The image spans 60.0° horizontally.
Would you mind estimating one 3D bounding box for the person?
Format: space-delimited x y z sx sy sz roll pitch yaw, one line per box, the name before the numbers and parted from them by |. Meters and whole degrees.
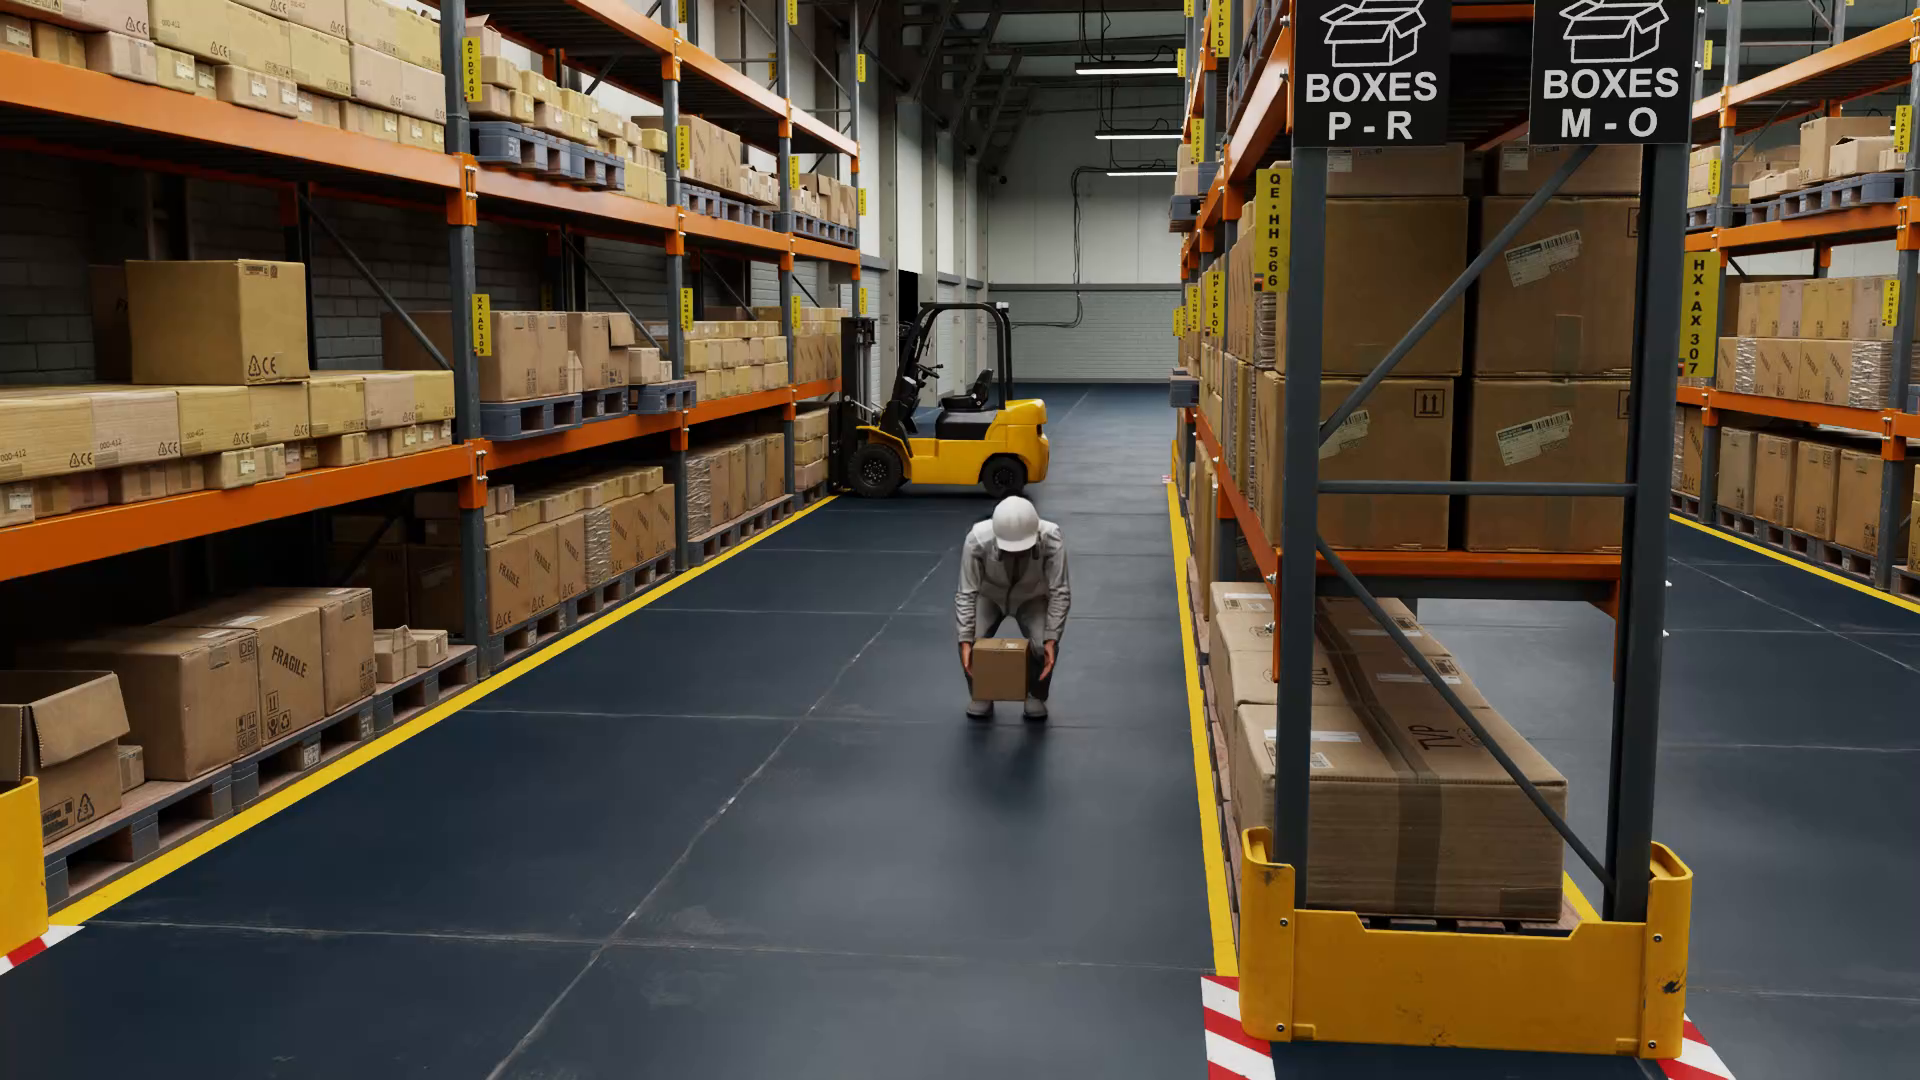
person | 0.272 0.319 8.183 0.560 1.147 0.862 1 8 6
